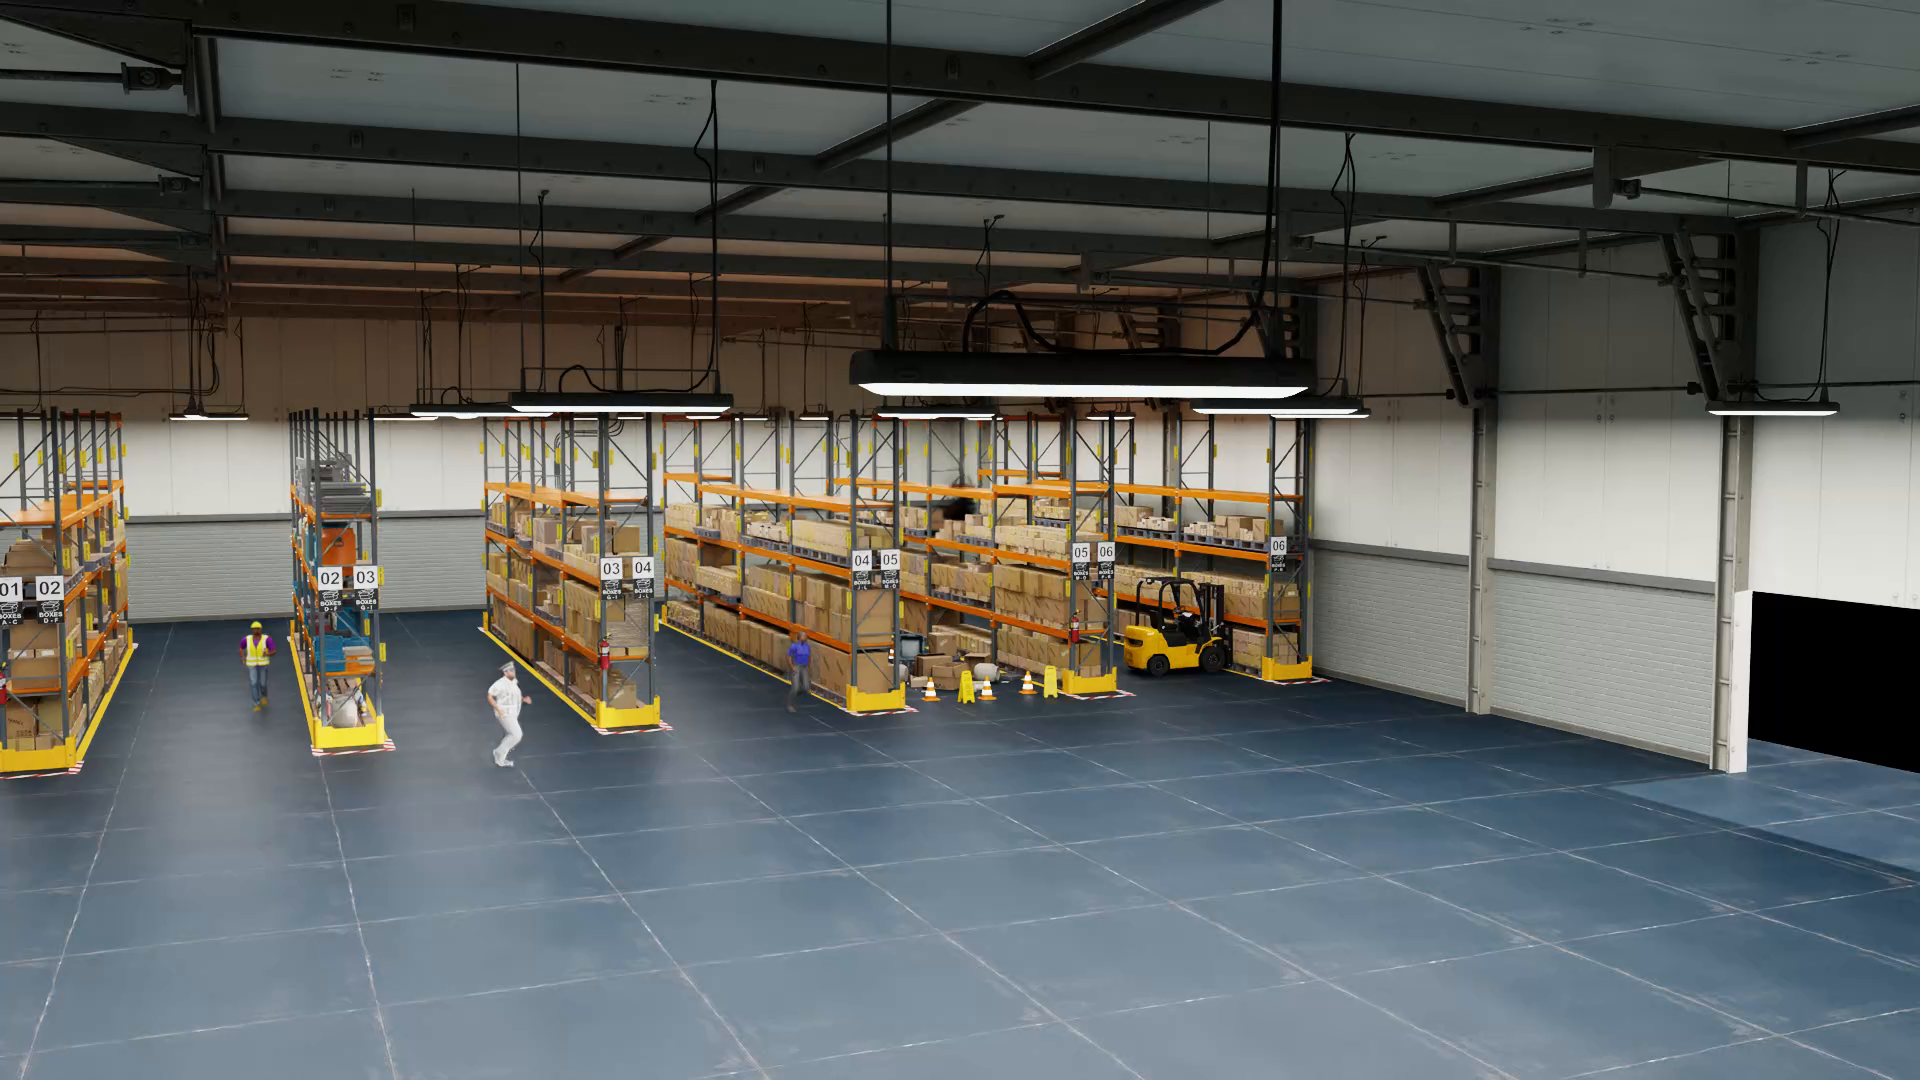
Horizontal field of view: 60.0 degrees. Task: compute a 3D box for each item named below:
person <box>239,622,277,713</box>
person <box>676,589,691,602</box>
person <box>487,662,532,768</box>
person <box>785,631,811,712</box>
[{"bbox_3d":[-13.973,2.501,33.093,0.698,1.762,0.894,-1,4,-20],"label":"person"},{"bbox_3d":[-8.158,1.456,49.457,0.527,1.634,0.559,-2,4,-22],"label":"person"},{"bbox_3d":[-7.482,2.900,27.764,0.632,1.760,0.639,1,4,11],"label":"person"},{"bbox_3d":[-3.190,2.612,33.222,0.625,1.601,0.493,-3,5,-37],"label":"person"}]
